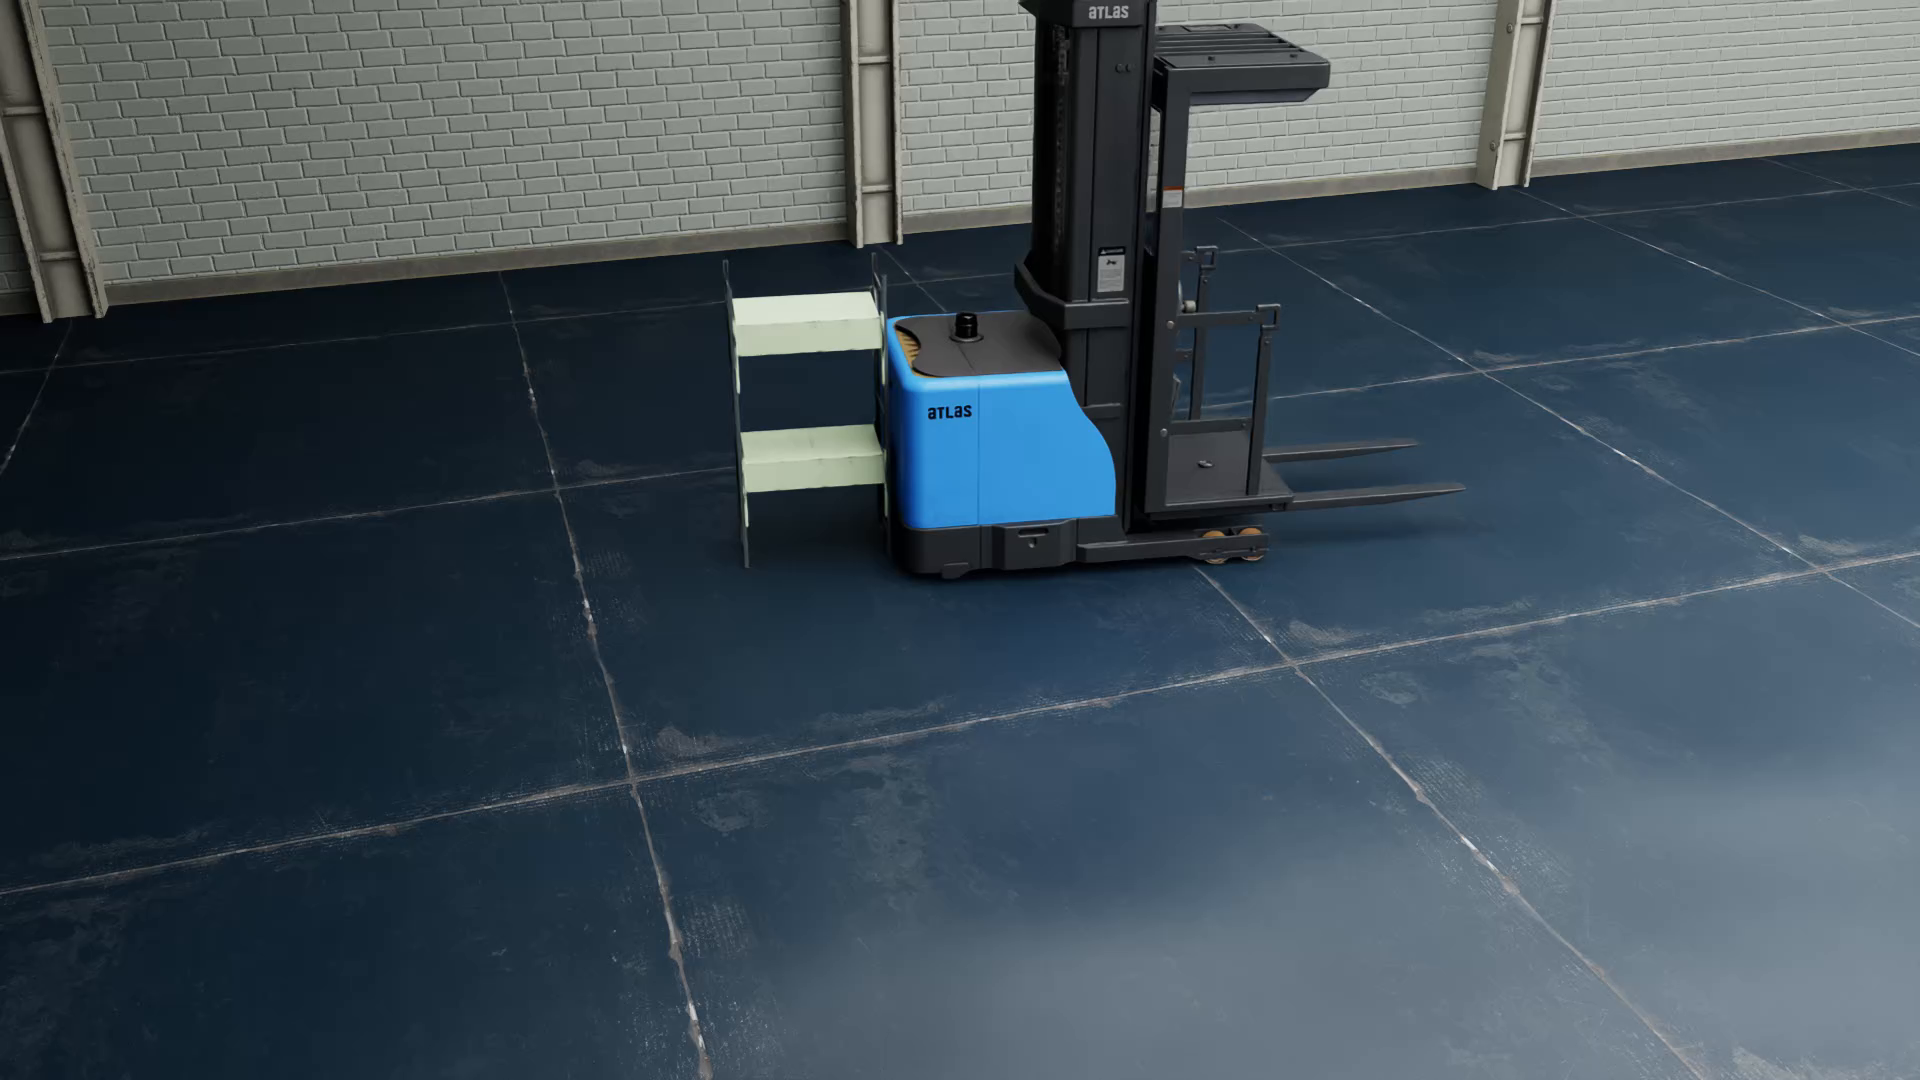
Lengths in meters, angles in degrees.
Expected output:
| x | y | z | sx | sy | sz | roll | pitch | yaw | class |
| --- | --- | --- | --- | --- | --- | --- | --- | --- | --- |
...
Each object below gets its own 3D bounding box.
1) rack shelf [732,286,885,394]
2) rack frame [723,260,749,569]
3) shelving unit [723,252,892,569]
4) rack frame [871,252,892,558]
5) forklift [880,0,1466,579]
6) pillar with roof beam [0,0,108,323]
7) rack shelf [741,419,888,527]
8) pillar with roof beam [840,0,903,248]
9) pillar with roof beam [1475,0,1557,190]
| x | y | z | sx | sy | sz | roll | pitch | yaw | class |
| --- | --- | --- | --- | --- | --- | --- | --- | --- | --- |
| -0.755 | -0.989 | 8.178 | 0.720 | 0.370 | 0.431 | -4 | 27 | -9 | rack shelf |
| -1.116 | -0.612 | 8.296 | 0.023 | 1.500 | 0.400 | -4 | 27 | -9 | rack frame |
| -0.755 | -0.640 | 8.352 | 0.755 | 1.500 | 0.431 | -4 | 27 | -9 | shelving unit |
| -0.395 | -0.667 | 8.407 | 0.023 | 1.500 | 0.400 | -4 | 27 | -9 | rack frame |
| 1.132 | -1.417 | 8.309 | 3.031 | 2.935 | 1.130 | -4 | 27 | -9 | forklift |
| -5.073 | -3.851 | 6.388 | 0.400 | 9.000 | 9.100 | -8 | 28 | -16 | pillar with roof beam |
| -0.755 | -0.348 | 8.497 | 0.720 | 0.370 | 0.431 | -4 | 27 | -9 | rack shelf |
| 0.632 | -4.678 | 8.052 | 0.400 | 9.000 | 9.100 | -8 | 28 | -16 | pillar with roof beam |
| 6.337 | -5.504 | 9.717 | 0.400 | 9.000 | 9.100 | -8 | 28 | -16 | pillar with roof beam |
